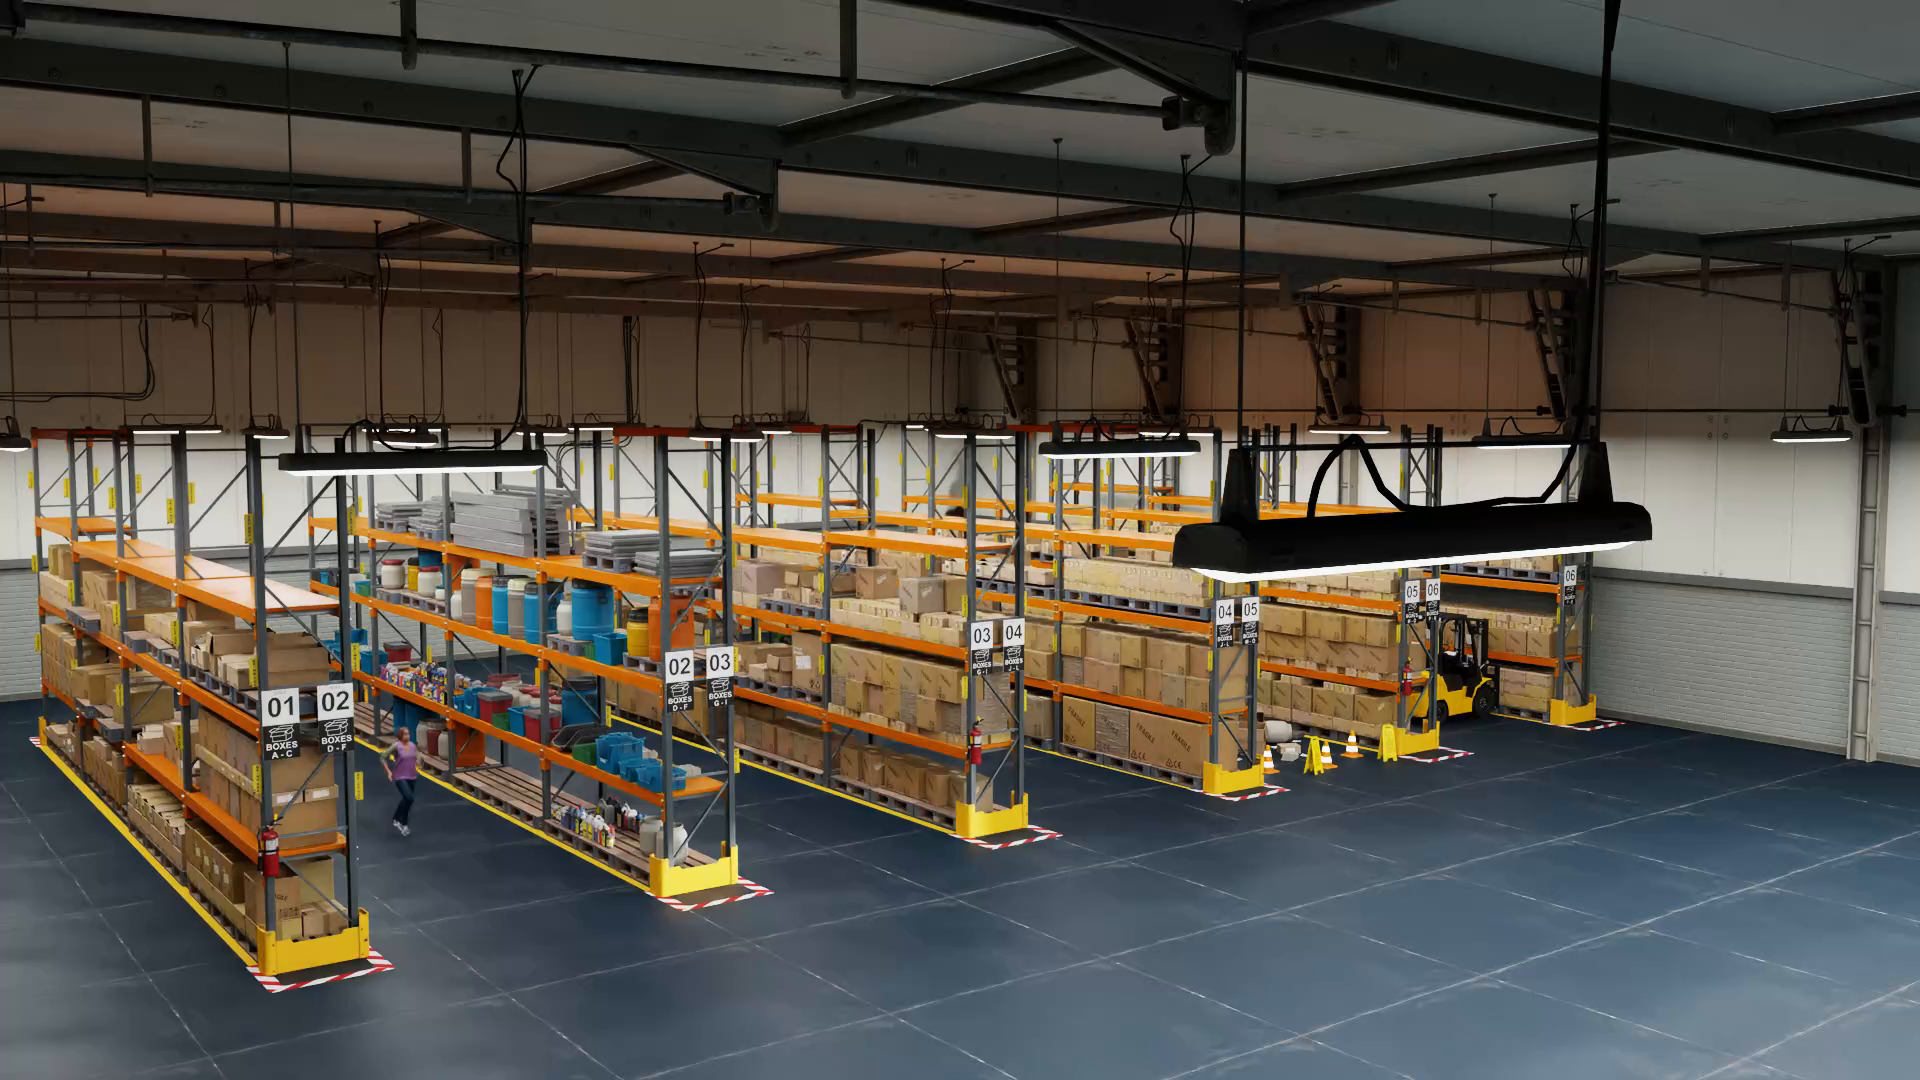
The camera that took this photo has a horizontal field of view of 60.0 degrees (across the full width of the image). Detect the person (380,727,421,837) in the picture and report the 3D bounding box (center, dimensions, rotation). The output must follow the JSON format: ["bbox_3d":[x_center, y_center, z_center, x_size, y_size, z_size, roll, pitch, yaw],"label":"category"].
[{"bbox_3d":[-8.275,3.588,24.774,0.688,1.623,0.505,3,5,33],"label":"person"}]

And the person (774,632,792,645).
[{"bbox_3d":[-4.461,2.180,42.047,0.547,1.710,0.714,0,4,-2],"label":"person"}]
